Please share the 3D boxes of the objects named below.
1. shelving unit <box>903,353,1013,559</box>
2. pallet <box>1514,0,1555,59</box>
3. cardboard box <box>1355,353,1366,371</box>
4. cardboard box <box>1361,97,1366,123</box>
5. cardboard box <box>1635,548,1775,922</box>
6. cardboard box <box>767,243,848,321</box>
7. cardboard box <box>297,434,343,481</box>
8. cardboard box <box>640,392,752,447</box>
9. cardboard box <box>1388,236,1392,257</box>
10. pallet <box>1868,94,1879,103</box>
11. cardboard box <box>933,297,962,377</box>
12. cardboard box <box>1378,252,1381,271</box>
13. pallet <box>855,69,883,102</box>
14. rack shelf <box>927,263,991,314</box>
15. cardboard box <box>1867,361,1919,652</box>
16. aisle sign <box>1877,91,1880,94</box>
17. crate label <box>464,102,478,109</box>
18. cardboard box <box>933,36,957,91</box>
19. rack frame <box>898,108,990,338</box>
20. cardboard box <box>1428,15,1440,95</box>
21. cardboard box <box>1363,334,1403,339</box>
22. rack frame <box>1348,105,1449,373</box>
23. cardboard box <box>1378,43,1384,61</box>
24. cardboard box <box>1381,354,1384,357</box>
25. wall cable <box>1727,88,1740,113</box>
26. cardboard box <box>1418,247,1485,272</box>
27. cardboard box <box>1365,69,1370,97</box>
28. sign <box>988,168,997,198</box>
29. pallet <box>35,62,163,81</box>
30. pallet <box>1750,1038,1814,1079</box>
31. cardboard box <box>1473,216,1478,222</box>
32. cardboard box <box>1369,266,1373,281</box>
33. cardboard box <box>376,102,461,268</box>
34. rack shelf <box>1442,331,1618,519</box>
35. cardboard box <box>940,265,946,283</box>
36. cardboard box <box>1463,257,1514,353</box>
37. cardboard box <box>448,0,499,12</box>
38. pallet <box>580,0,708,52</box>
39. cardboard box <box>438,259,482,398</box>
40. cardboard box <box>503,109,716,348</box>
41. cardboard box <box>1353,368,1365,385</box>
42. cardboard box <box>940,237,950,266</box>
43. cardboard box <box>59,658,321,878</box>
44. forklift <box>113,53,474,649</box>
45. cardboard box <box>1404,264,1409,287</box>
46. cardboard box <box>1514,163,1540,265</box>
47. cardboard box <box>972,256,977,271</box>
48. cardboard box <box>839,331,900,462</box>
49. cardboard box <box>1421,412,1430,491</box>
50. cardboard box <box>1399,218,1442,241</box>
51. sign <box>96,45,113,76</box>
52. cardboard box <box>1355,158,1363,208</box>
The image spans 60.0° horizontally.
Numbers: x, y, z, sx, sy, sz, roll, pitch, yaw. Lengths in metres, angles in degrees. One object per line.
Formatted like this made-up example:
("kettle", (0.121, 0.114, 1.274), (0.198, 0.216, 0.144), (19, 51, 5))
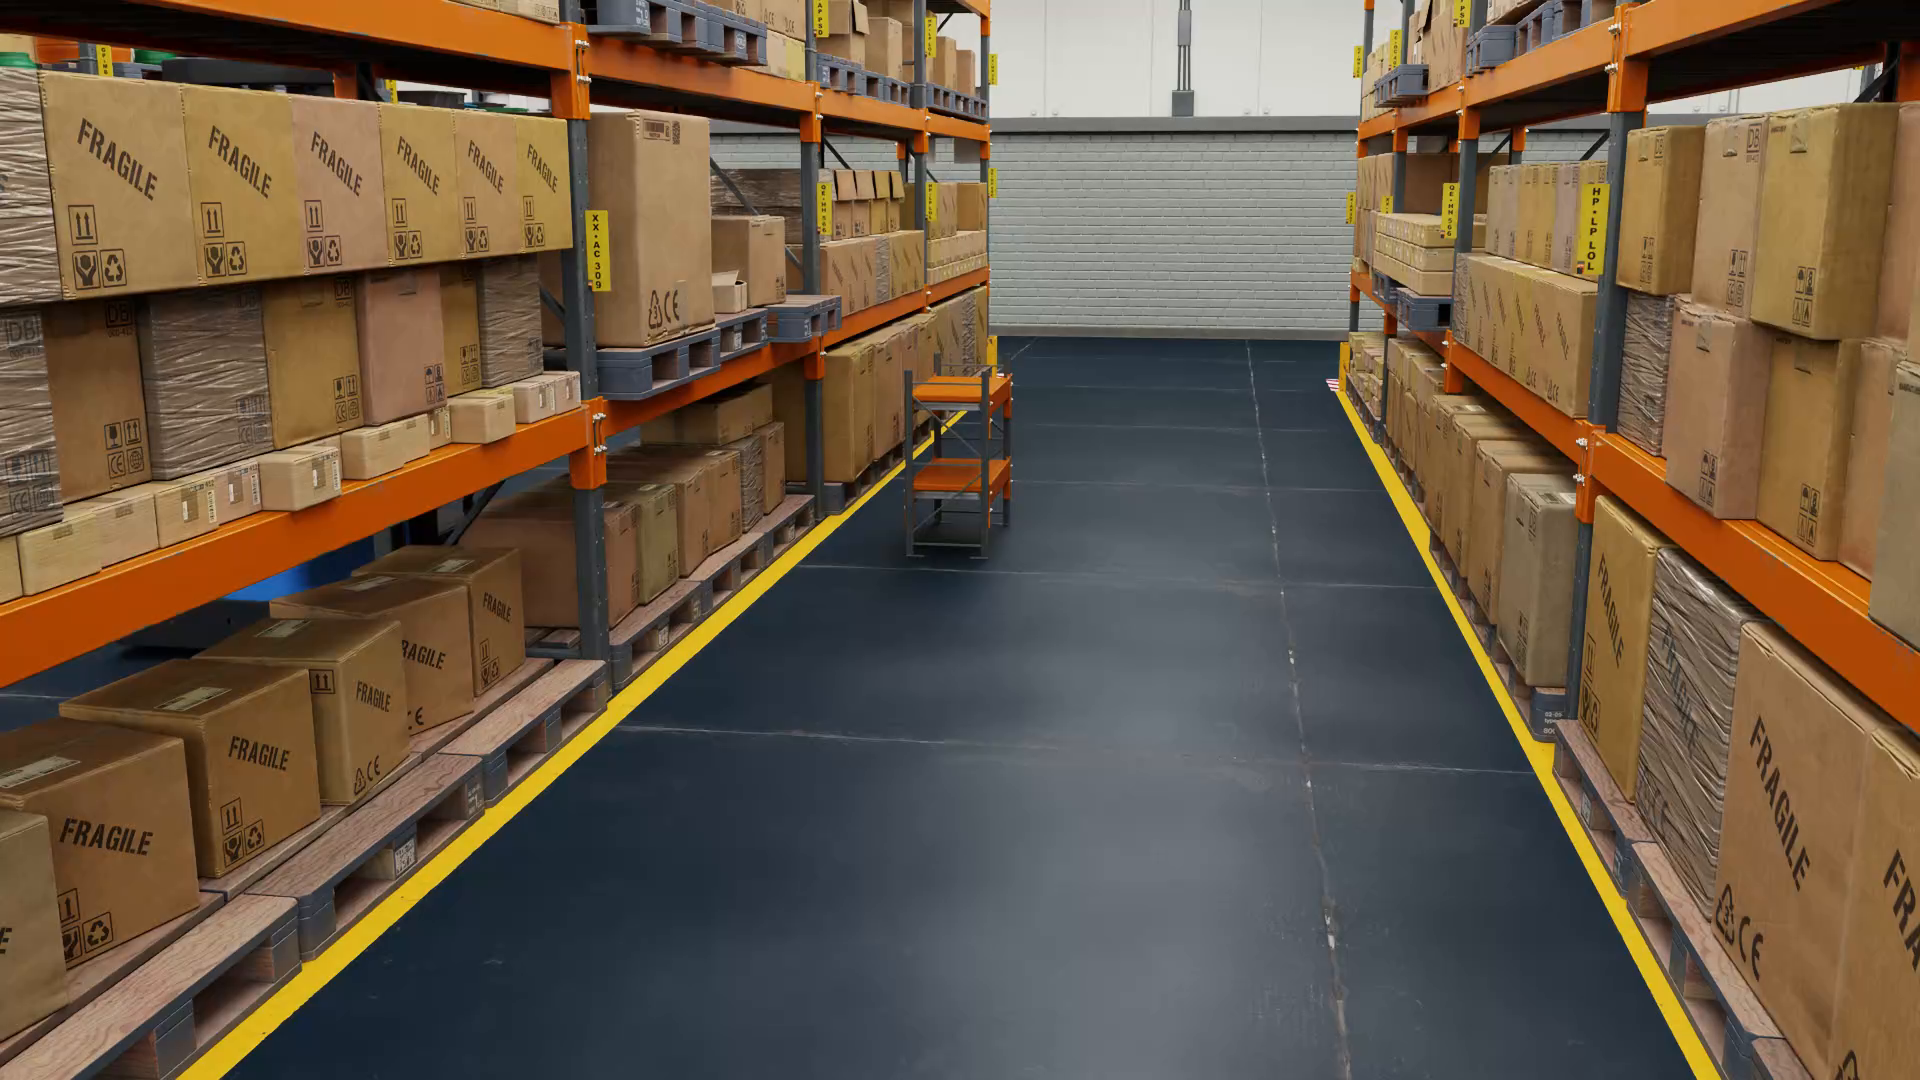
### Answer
("shelving unit", (0.001, -0.551, 10.381), (0.538, 1.125, 1.048), (2, 12, 9))
("pallet", (3.261, -2.433, 7.993), (1.003, 0.211, 1.213), (2, 12, 11))
("cardboard box", (4.178, -1.791, 16.747), (0.380, 0.149, 0.250), (2, 12, 10))
("cardboard box", (4.385, -4.401, 17.032), (0.500, 0.250, 0.500), (2, 12, 11))
("cardboard box", (2.560, 0.554, 4.847), (0.875, 0.875, 0.875), (2, 12, 9))
("cardboard box", (-1.066, -1.751, 11.261), (0.500, 0.500, 0.500), (2, 12, 10))
("cardboard box", (-2.126, -0.239, 5.077), (0.380, 0.149, 0.250), (2, 12, 9))
("cardboard box", (-1.554, -0.718, 9.816), (0.500, 0.250, 0.500), (3, 13, 15))
("cardboard box", (3.421, -2.203, 12.491), (0.380, 0.149, 0.250), (2, 12, 11))
("pallet", (9.510, -4.222, 16.056), (1.003, 0.211, 1.213), (2, 12, 9))
("cardboard box", (-0.475, -1.931, 16.381), (0.875, 0.875, 0.875), (2, 12, 9))
("cardboard box", (3.540, -2.218, 13.266), (0.380, 0.149, 0.250), (2, 12, 10))
("pallet", (-1.193, -3.352, 12.258), (1.003, 0.211, 1.213), (2, 12, 11))
("rack shelf", (-0.486, -2.507, 16.714), (1.077, 0.370, 4.000), (2, 12, 9))
("cardboard box", (2.321, -0.030, 3.156), (0.875, 0.550, 0.550), (2, 12, 9))
("aisle sign", (9.338, -4.249, 16.920), (0.394, 0.787, 0.004), (2, 12, 9))
("crate label", (-5.534, -4.648, 18.172), (0.408, 0.251, 0.502), (2, 12, 9))
("cardboard box", (-0.425, -4.593, 16.093), (0.700, 0.500, 0.500), (2, 12, 11))
("rack frame", (-0.179, -3.275, 18.571), (1.000, 3.000, 0.127), (2, 12, 9))
("cardboard box", (3.458, -3.279, 11.230), (0.500, 0.500, 0.500), (2, 12, 9))
("cardboard box", (4.367, -2.037, 17.181), (0.380, 0.149, 0.250), (2, 12, 10))
("rack frame", (4.707, -3.093, 17.727), (1.000, 3.000, 0.127), (2, 12, 9))
("cardboard box", (4.062, -4.490, 15.313), (0.380, 0.149, 0.250), (2, 12, 8))
("cardboard box", (4.037, -1.604, 15.173), (0.380, 0.149, 0.250), (2, 12, 11))
("wall cable", (10.210, -7.080, 21.985), (0.463, 3.000, 0.029), (2, 12, 9))
("cardboard box", (3.102, -1.774, 10.496), (0.380, 0.149, 0.250), (2, 12, 10))
("cardboard box", (4.303, -4.539, 16.485), (0.500, 0.250, 0.500), (2, 12, 8))
("sign", (0.355, -3.936, 18.329), (0.100, 0.325, 0.005), (2, 12, 9))
("pallet", (-6.089, -3.300, 12.016), (1.003, 0.211, 1.213), (2, 12, 9))
("pallet", (2.292, 1.431, 3.350), (1.003, 0.211, 1.213), (2, 12, 9))
("cardboard box", (4.100, -2.380, 12.603), (0.380, 0.149, 0.250), (2, 12, 8))
("cardboard box", (4.073, -2.533, 15.722), (0.380, 0.149, 0.250), (2, 12, 10))
("cardboard box", (-1.975, -1.149, 5.390), (0.500, 0.500, 0.500), (2, 12, 9))
("rack shelf", (3.169, -0.660, 8.144), (1.077, 0.370, 4.000), (2, 12, 9))
("cardboard box", (-0.340, -2.480, 15.477), (0.380, 0.149, 0.250), (2, 12, 11))
("cardboard box", (3.065, -1.286, 9.105), (0.500, 0.500, 0.500), (2, 12, 8))
("cardboard box", (-1.927, -1.958, 5.697), (0.500, 0.250, 0.500), (2, 12, 10))
("pallet", (-1.824, -2.277, 7.264), (1.213, 0.211, 1.003), (2, 12, 9))
("cardboard box", (-2.266, -0.777, 6.035), (0.875, 0.500, 0.500), (2, 12, 9))
("cardboard box", (-1.764, -1.437, 7.618), (1.000, 1.000, 1.000), (2, 12, 9))
("cardboard box", (4.171, -1.648, 16.789), (0.380, 0.149, 0.250), (2, 12, 9))
("cardboard box", (-0.381, -2.707, 15.585), (0.500, 0.250, 0.500), (2, 12, 8))
("cardboard box", (-2.354, 0.687, 5.120), (0.500, 0.500, 0.500), (3, 13, 14))
("forklift", (-3.293, -1.167, 8.951), (1.130, 2.935, 3.031), (2, 12, 9))
("cardboard box", (3.219, -1.785, 11.256), (0.380, 0.149, 0.250), (2, 12, 8))
("cardboard box", (3.244, -1.660, 8.467), (0.700, 0.500, 0.500), (2, 12, 8))
("cardboard box", (-0.026, -2.909, 17.468), (0.380, 0.149, 0.250), (2, 12, 10))
("cardboard box", (-1.138, -1.105, 12.546), (1.225, 0.875, 0.875), (2, 12, 9))
("cardboard box", (3.319, -0.557, 10.894), (0.500, 0.500, 0.500), (2, 12, 8))
("cardboard box", (3.300, -2.187, 11.710), (0.380, 0.149, 0.250), (2, 12, 11))
("sign", (-5.758, -3.169, 11.207), (0.100, 0.325, 0.005), (2, 12, 9))
("cardboard box", (4.375, -3.692, 17.186), (0.500, 0.500, 0.500), (2, 12, 8))
